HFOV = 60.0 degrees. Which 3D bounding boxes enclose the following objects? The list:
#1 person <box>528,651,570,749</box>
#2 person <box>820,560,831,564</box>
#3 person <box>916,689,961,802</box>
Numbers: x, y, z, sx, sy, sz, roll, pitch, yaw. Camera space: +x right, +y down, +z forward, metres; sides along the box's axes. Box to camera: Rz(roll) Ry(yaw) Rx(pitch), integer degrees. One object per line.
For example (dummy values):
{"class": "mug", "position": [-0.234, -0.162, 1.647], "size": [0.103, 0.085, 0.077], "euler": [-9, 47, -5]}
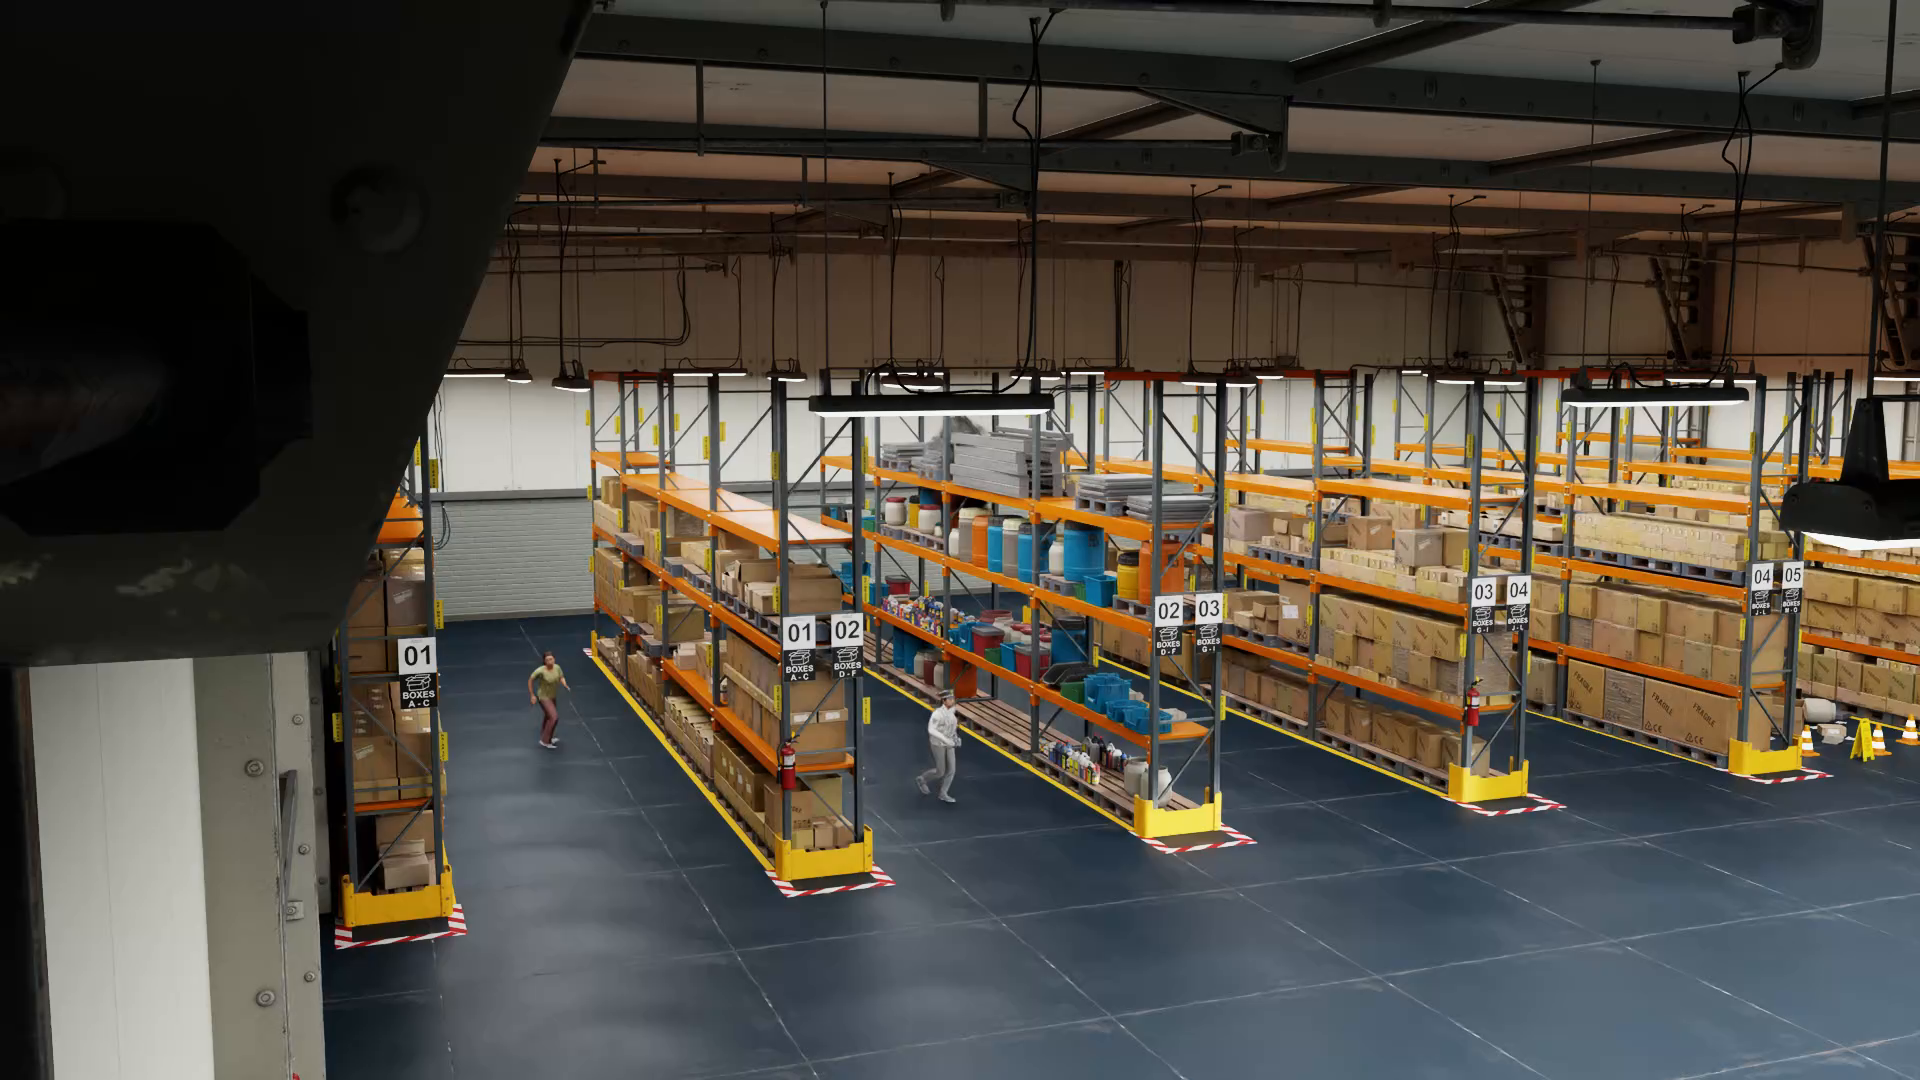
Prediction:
{"class": "person", "position": [-6.613, 2.571, 26.862], "size": [0.759, 1.629, 0.577], "euler": [3, 7, 26]}
{"class": "person", "position": [-3.161, 1.292, 37.986], "size": [0.568, 1.692, 0.899], "euler": [2, 7, 21]}
{"class": "person", "position": [-0.296, 2.896, 23.644], "size": [0.714, 1.642, 0.614], "euler": [5, 8, 39]}
